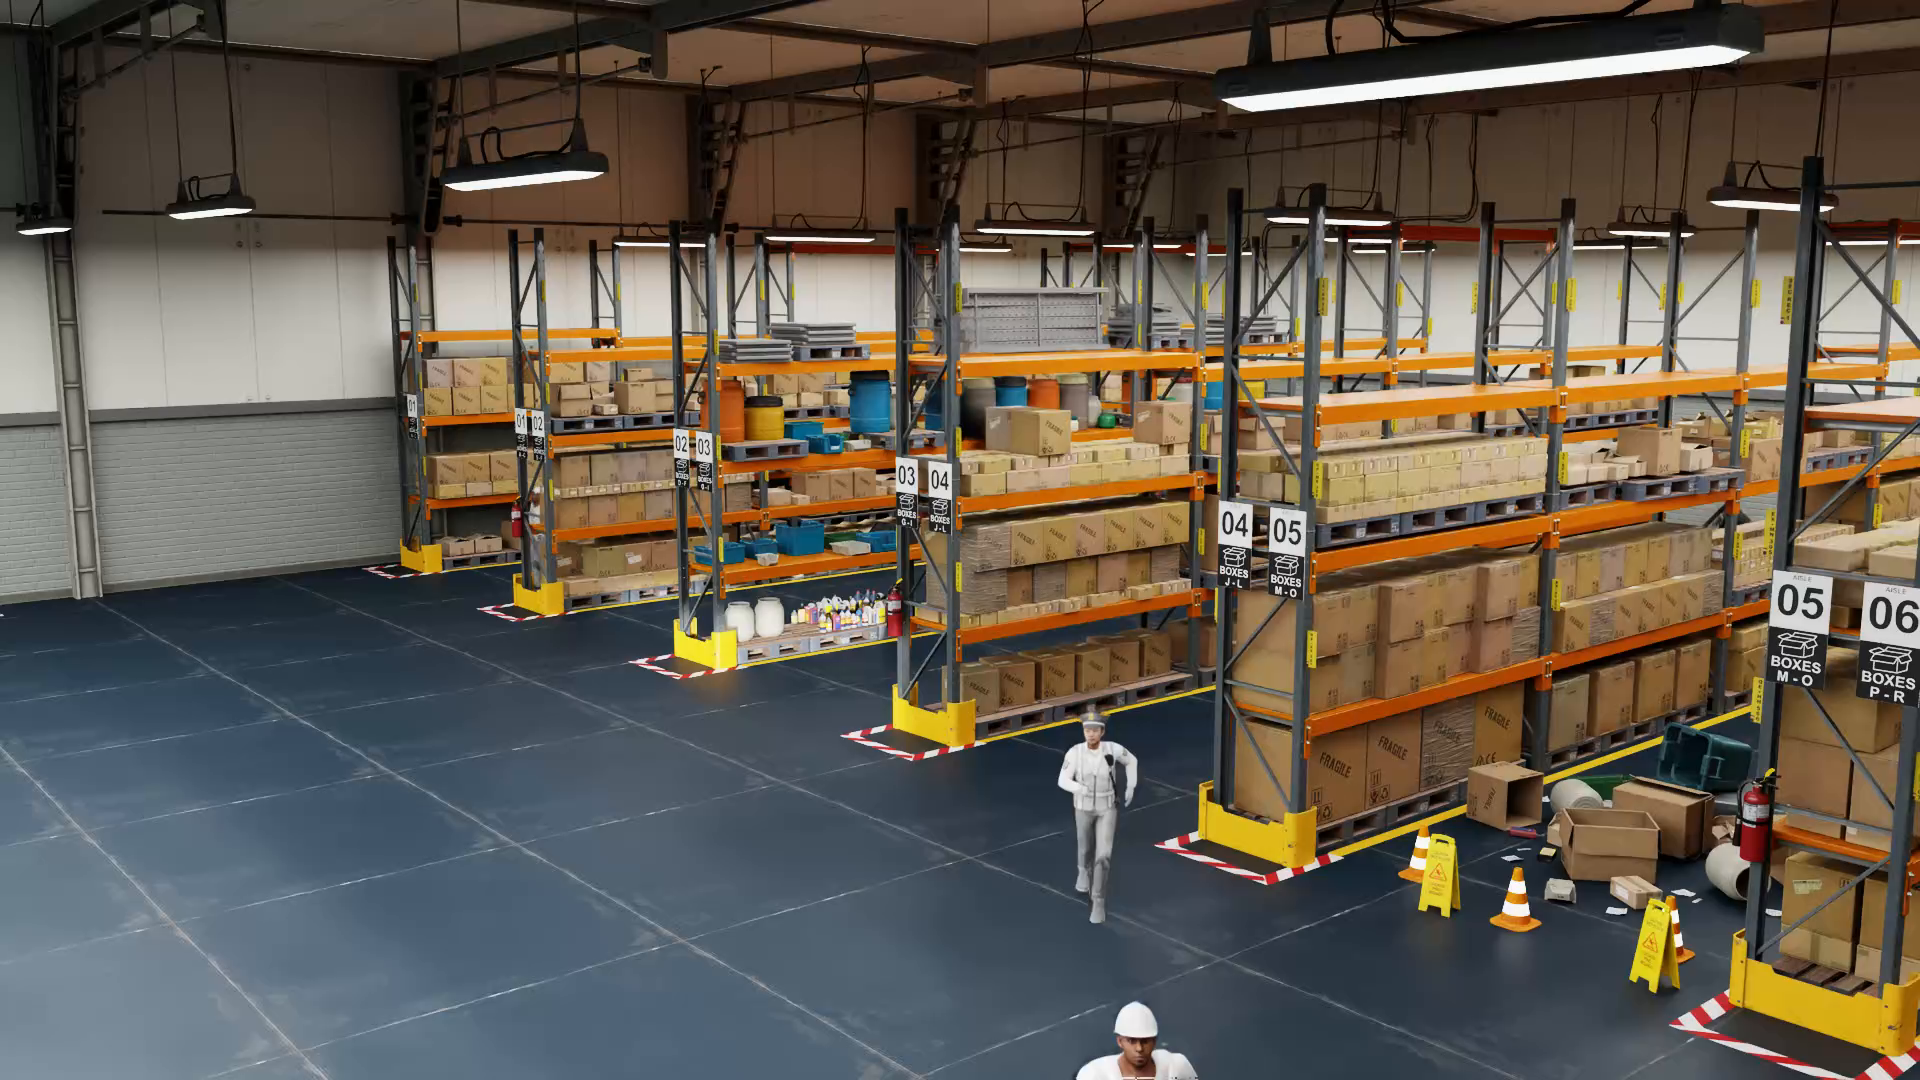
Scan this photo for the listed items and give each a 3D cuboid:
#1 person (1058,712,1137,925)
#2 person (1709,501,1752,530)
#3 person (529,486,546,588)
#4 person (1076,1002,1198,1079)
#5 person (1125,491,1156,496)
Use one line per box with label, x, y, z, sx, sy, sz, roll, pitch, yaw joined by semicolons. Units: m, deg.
person;1.135;2.242;13.741;0.623;1.742;0.844;2;9;11
person;13.021;0.062;28.007;0.701;1.657;0.501;1;9;7
person;-7.152;-0.058;28.431;0.722;1.741;0.716;8;12;42
person;0.840;3.077;8.010;0.700;1.762;0.957;0;9;-3
person;3.456;-0.633;32.241;0.700;1.718;0.625;8;12;42
